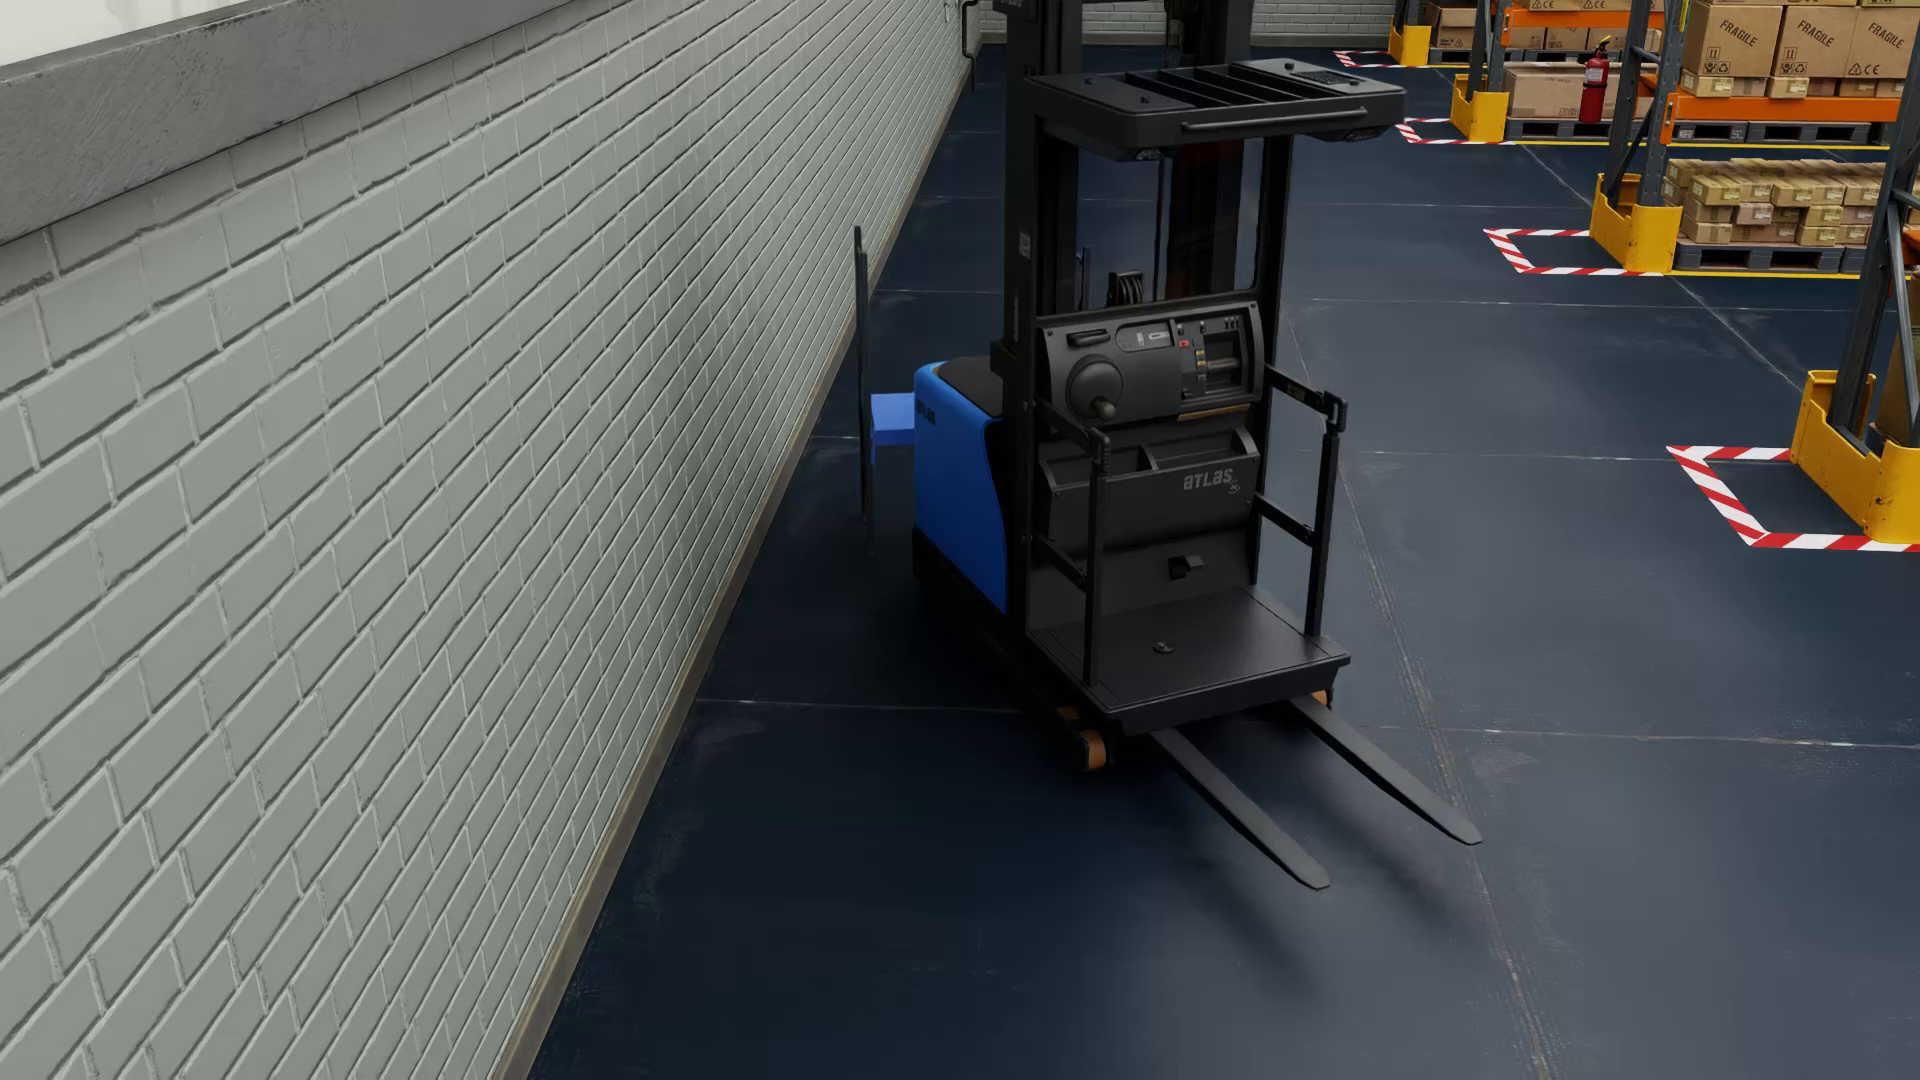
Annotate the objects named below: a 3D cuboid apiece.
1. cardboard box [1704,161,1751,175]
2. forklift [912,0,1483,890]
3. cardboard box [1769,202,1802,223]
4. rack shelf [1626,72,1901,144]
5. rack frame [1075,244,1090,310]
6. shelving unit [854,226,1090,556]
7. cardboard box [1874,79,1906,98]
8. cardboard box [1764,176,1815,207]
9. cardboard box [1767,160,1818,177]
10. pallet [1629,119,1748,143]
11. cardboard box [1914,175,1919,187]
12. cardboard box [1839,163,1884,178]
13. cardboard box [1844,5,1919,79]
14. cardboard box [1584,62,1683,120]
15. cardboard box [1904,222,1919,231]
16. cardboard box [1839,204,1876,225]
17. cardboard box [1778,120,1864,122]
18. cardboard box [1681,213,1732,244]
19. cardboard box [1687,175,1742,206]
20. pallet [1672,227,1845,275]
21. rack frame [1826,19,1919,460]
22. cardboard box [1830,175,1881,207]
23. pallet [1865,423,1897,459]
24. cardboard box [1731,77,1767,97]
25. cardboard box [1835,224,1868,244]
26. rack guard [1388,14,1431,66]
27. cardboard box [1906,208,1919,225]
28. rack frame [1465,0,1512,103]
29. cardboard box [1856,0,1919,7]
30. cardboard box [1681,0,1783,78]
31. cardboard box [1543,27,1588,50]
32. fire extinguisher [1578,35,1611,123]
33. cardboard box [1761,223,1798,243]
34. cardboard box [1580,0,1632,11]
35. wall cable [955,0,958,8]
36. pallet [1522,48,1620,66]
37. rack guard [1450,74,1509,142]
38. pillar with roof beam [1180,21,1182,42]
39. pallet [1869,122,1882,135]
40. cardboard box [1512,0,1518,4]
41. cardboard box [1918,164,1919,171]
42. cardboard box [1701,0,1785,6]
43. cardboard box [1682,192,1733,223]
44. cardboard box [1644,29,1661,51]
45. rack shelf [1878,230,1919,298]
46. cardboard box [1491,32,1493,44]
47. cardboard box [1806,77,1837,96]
[{"bbox_3d":[6.028,-2.871,13.098,0.250,0.149,0.380,2,25,5],"label":"cardboard box"},{"bbox_3d":[0.833,-0.651,6.159,1.130,2.935,3.031,-10,27,-21],"label":"forklift"},{"bbox_3d":[6.257,-2.553,12.761,0.250,0.149,0.380,2,25,5],"label":"cardboard box"},{"bbox_3d":[7.229,-3.258,12.602,4.000,0.370,1.077,2,25,4],"label":"rack shelf"},{"bbox_3d":[0.549,-0.759,8.106,0.032,1.500,0.500,-3,25,-6],"label":"rack frame"},{"bbox_3d":[0.044,-0.734,8.051,1.048,1.500,0.538,-3,25,-6],"label":"shelving unit"},{"bbox_3d":[6.835,-3.376,12.299,0.250,0.149,0.380,1,25,3],"label":"cardboard box"},{"bbox_3d":[6.257,-2.636,12.587,0.250,0.149,0.380,2,25,4],"label":"cardboard box"},{"bbox_3d":[6.550,-2.881,13.120,0.250,0.149,0.380,1,25,2],"label":"cardboard box"},{"bbox_3d":[7.530,-4.415,17.593,1.213,0.211,1.003,2,25,4],"label":"pallet"},{"bbox_3d":[7.303,-2.654,12.626,0.250,0.149,0.380,2,25,4],"label":"cardboard box"},{"bbox_3d":[7.076,-2.841,13.033,0.250,0.149,0.380,1,25,2],"label":"cardboard box"},{"bbox_3d":[6.685,-3.672,12.167,0.500,0.500,0.500,2,25,5],"label":"cardboard box"},{"bbox_3d":[7.092,-4.737,17.518,0.875,0.438,0.875,2,25,5],"label":"cardboard box"},{"bbox_3d":[7.276,-2.350,12.677,0.250,0.149,0.380,2,25,4],"label":"cardboard box"},{"bbox_3d":[6.777,-2.530,12.713,0.250,0.149,0.380,1,25,1],"label":"cardboard box"},{"bbox_3d":[8.884,-4.679,17.392,0.875,0.438,0.875,1,25,3],"label":"cardboard box"},{"bbox_3d":[5.733,-2.394,12.773,0.250,0.149,0.380,2,25,5],"label":"cardboard box"},{"bbox_3d":[5.731,-2.656,12.631,0.250,0.149,0.380,1,25,2],"label":"cardboard box"},{"bbox_3d":[6.118,-2.339,13.080,1.213,0.211,1.003,2,25,4],"label":"pallet"},{"bbox_3d":[4.755,-1.585,8.106,0.127,3.000,1.000,2,25,4],"label":"rack frame"},{"bbox_3d":[6.786,-2.650,12.617,0.250,0.149,0.380,3,25,6],"label":"cardboard box"},{"bbox_3d":[5.558,-0.325,8.704,1.213,0.211,1.003,2,25,4],"label":"pallet"},{"bbox_3d":[5.790,-3.397,12.344,0.250,0.149,0.380,3,25,6],"label":"cardboard box"},{"bbox_3d":[6.756,-2.393,12.769,0.250,0.149,0.380,2,25,4],"label":"cardboard box"},{"bbox_3d":[5.965,-6.646,22.095,0.348,0.500,1.175,2,25,4],"label":"rack guard"},{"bbox_3d":[7.319,-2.526,12.703,0.250,0.149,0.380,3,25,6],"label":"cardboard box"},{"bbox_3d":[5.513,-5.715,17.082,0.127,3.000,1.000,2,25,4],"label":"rack frame"},{"bbox_3d":[6.683,-4.119,11.942,0.500,0.500,0.500,1,25,3],"label":"cardboard box"},{"bbox_3d":[5.662,-3.700,12.227,0.500,0.500,0.500,3,25,6],"label":"cardboard box"},{"bbox_3d":[7.861,-6.678,21.662,0.500,0.500,0.500,2,25,5],"label":"cardboard box"},{"bbox_3d":[5.019,-3.645,13.121,0.183,0.674,0.296,2,25,4],"label":"fire extinguisher"},{"bbox_3d":[6.248,-2.415,12.818,0.250,0.149,0.380,2,25,5],"label":"cardboard box"},{"bbox_3d":[6.476,-5.621,16.757,0.500,0.500,0.500,1,25,3],"label":"cardboard box"},{"bbox_3d":[-0.014,-6.939,18.526,0.122,1.984,0.588,2,25,4],"label":"wall cable"},{"bbox_3d":[7.973,-6.449,22.014,1.213,0.211,1.003,2,25,4],"label":"pallet"},{"bbox_3d":[5.489,-4.580,17.606,0.348,0.500,1.175,2,25,4],"label":"rack guard"},{"bbox_3d":[2.941,-9.177,17.429,0.400,9.000,9.100,2,25,4],"label":"pillar with roof beam"},{"bbox_3d":[10.277,-4.327,17.401,1.213,0.211,1.003,2,25,4],"label":"pallet"},{"bbox_3d":[6.014,-5.855,17.267,0.500,0.500,0.500,2,25,4],"label":"cardboard box"},{"bbox_3d":[7.582,-2.820,12.987,0.250,0.149,0.380,1,25,2],"label":"cardboard box"},{"bbox_3d":[5.662,-4.158,12.027,0.500,0.500,0.500,2,25,4],"label":"cardboard box"},{"bbox_3d":[5.738,-2.556,12.768,0.250,0.149,0.380,3,25,6],"label":"cardboard box"},{"bbox_3d":[8.944,-6.512,21.581,0.258,0.266,0.396,3,25,6],"label":"cardboard box"},{"bbox_3d":[6.749,-1.194,8.117,4.000,0.370,1.077,2,25,4],"label":"rack shelf"},{"bbox_3d":[6.913,-6.591,21.893,0.250,0.149,0.380,1,25,2],"label":"cardboard box"},{"bbox_3d":[6.323,-3.415,12.383,0.250,0.149,0.380,3,25,6],"label":"cardboard box"}]
